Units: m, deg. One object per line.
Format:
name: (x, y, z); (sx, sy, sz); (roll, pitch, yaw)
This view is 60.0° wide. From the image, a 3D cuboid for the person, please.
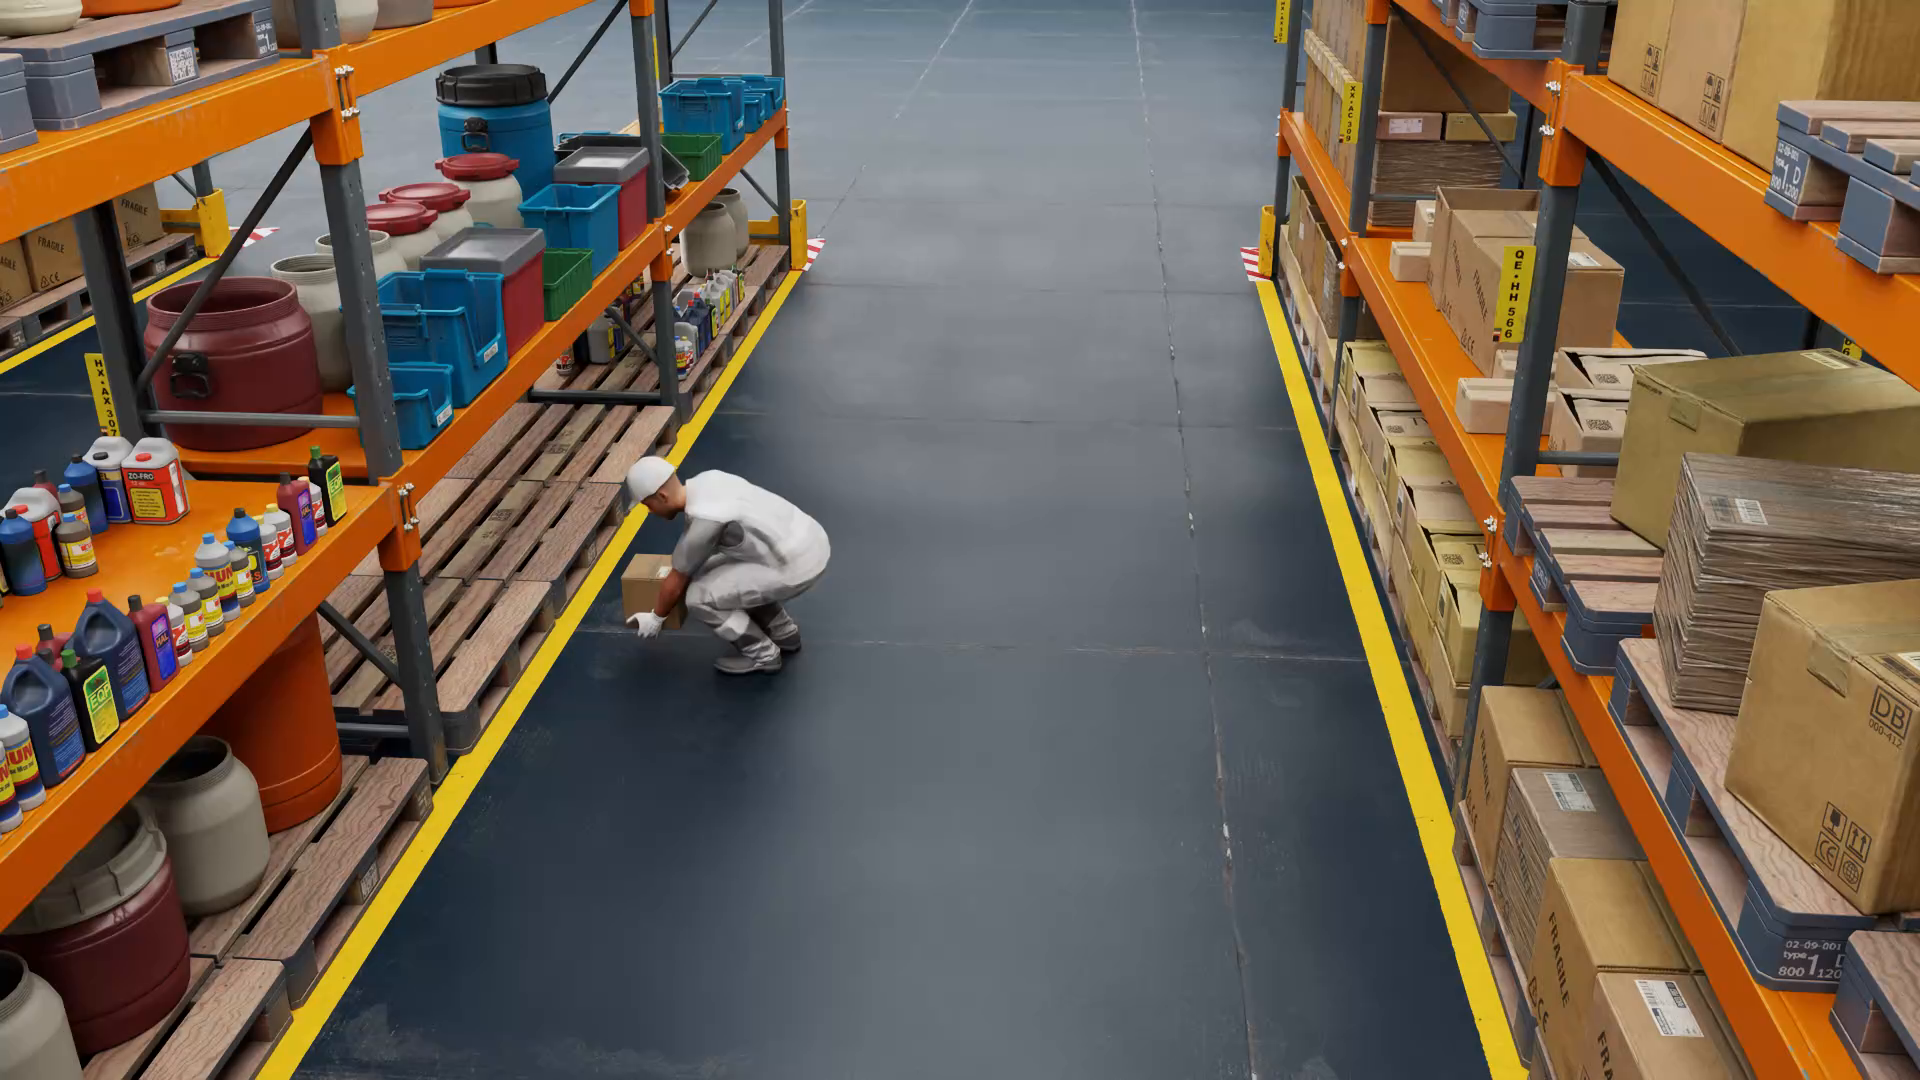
person: (-1.023, 0.088, 7.353); (0.896, 0.997, 0.525); (1, 24, 3)
